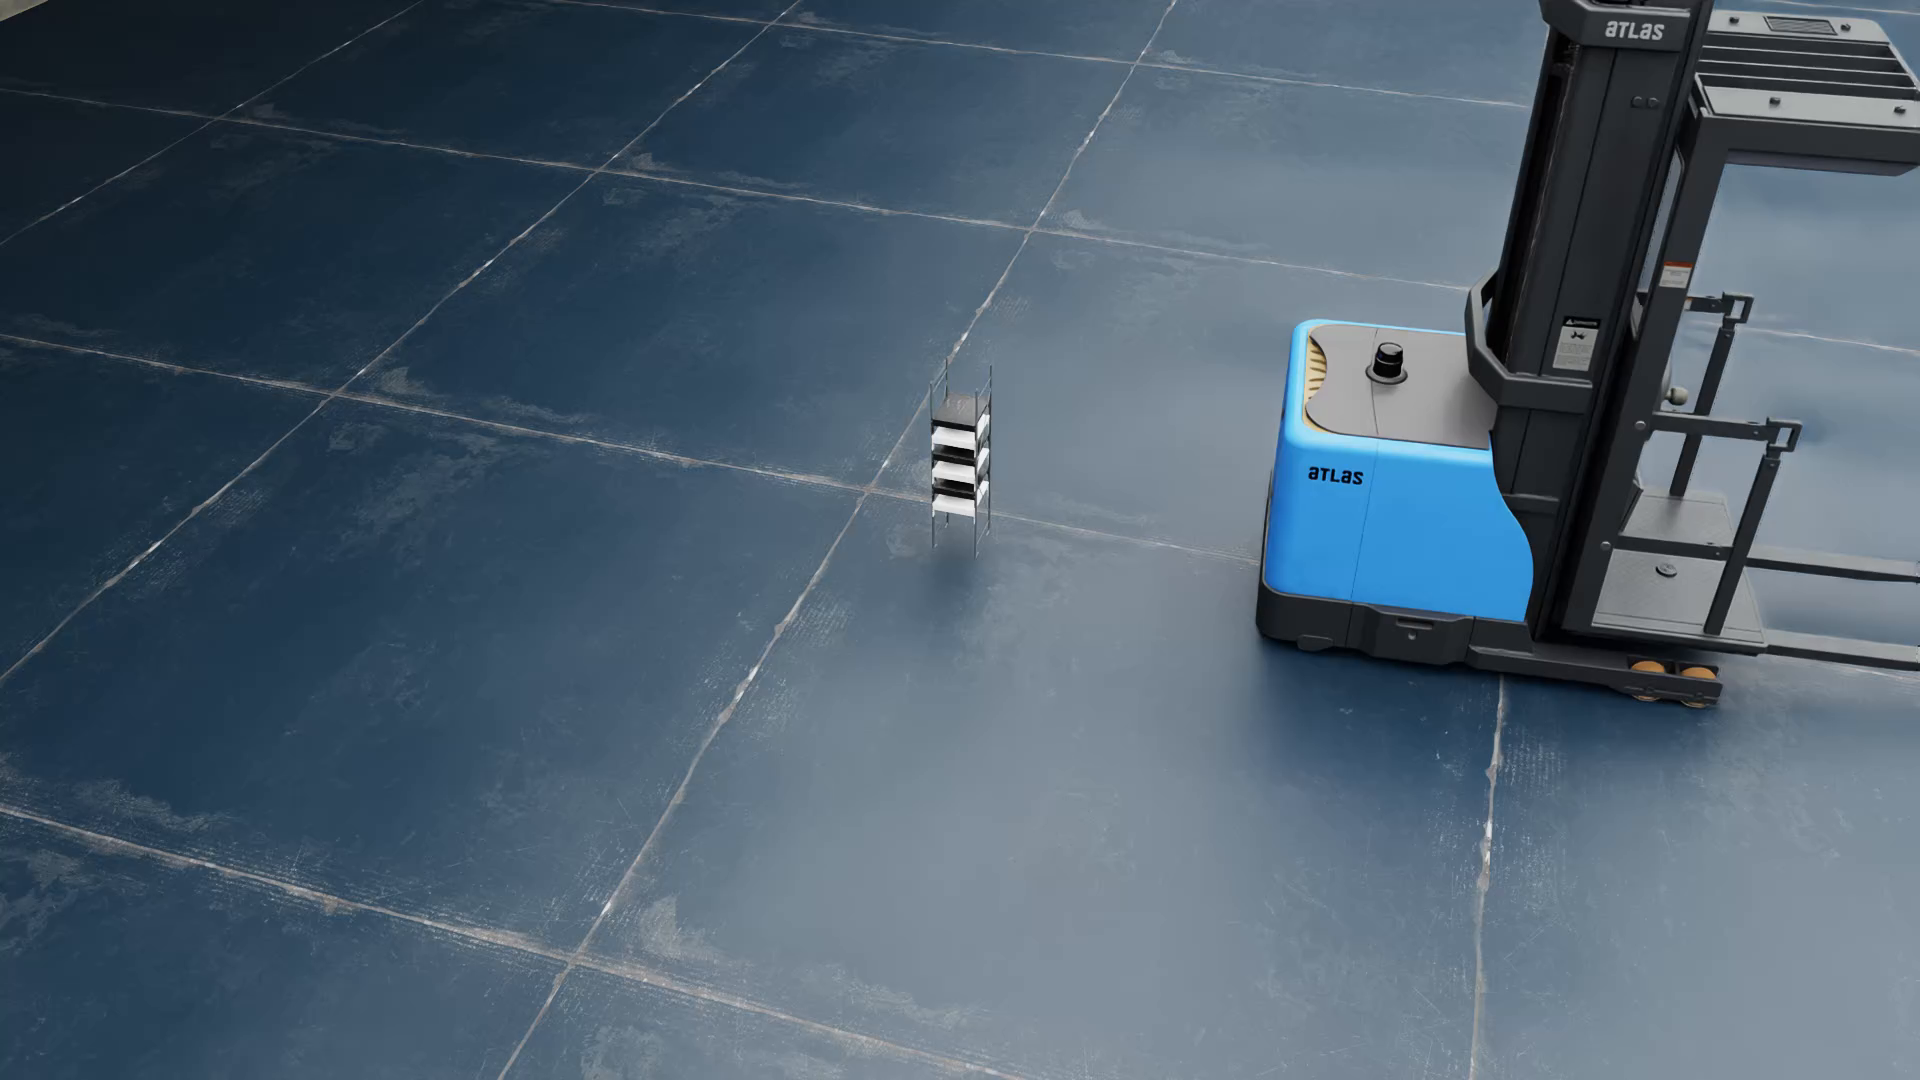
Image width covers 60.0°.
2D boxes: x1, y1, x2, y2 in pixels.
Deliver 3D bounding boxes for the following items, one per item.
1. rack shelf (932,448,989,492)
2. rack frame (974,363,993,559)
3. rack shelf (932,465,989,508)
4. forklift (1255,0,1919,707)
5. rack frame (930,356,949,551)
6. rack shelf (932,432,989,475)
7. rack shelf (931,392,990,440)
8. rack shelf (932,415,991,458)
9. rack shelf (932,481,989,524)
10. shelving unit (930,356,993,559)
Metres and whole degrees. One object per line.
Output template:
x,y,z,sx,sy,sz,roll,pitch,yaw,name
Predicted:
0.008,-0.334,7.501,0.200,0.077,0.258,10,38,14,rack shelf
0.105,-0.343,7.457,0.006,0.900,0.240,10,38,14,rack frame
0.008,-0.262,7.554,0.200,0.077,0.258,10,38,14,rack shelf
2.839,-0.839,6.418,3.031,2.935,1.130,7,37,9,forklift
-0.089,-0.379,7.506,0.006,0.900,0.240,10,38,14,rack frame
0.008,-0.407,7.448,0.200,0.077,0.258,10,38,14,rack shelf
0.008,-0.552,7.341,0.200,0.077,0.258,10,38,14,rack shelf
0.008,-0.479,7.394,0.200,0.077,0.258,10,38,14,rack shelf
0.008,-0.189,7.608,0.200,0.077,0.258,10,38,14,rack shelf
0.008,-0.361,7.481,0.210,0.900,0.258,10,38,14,shelving unit
